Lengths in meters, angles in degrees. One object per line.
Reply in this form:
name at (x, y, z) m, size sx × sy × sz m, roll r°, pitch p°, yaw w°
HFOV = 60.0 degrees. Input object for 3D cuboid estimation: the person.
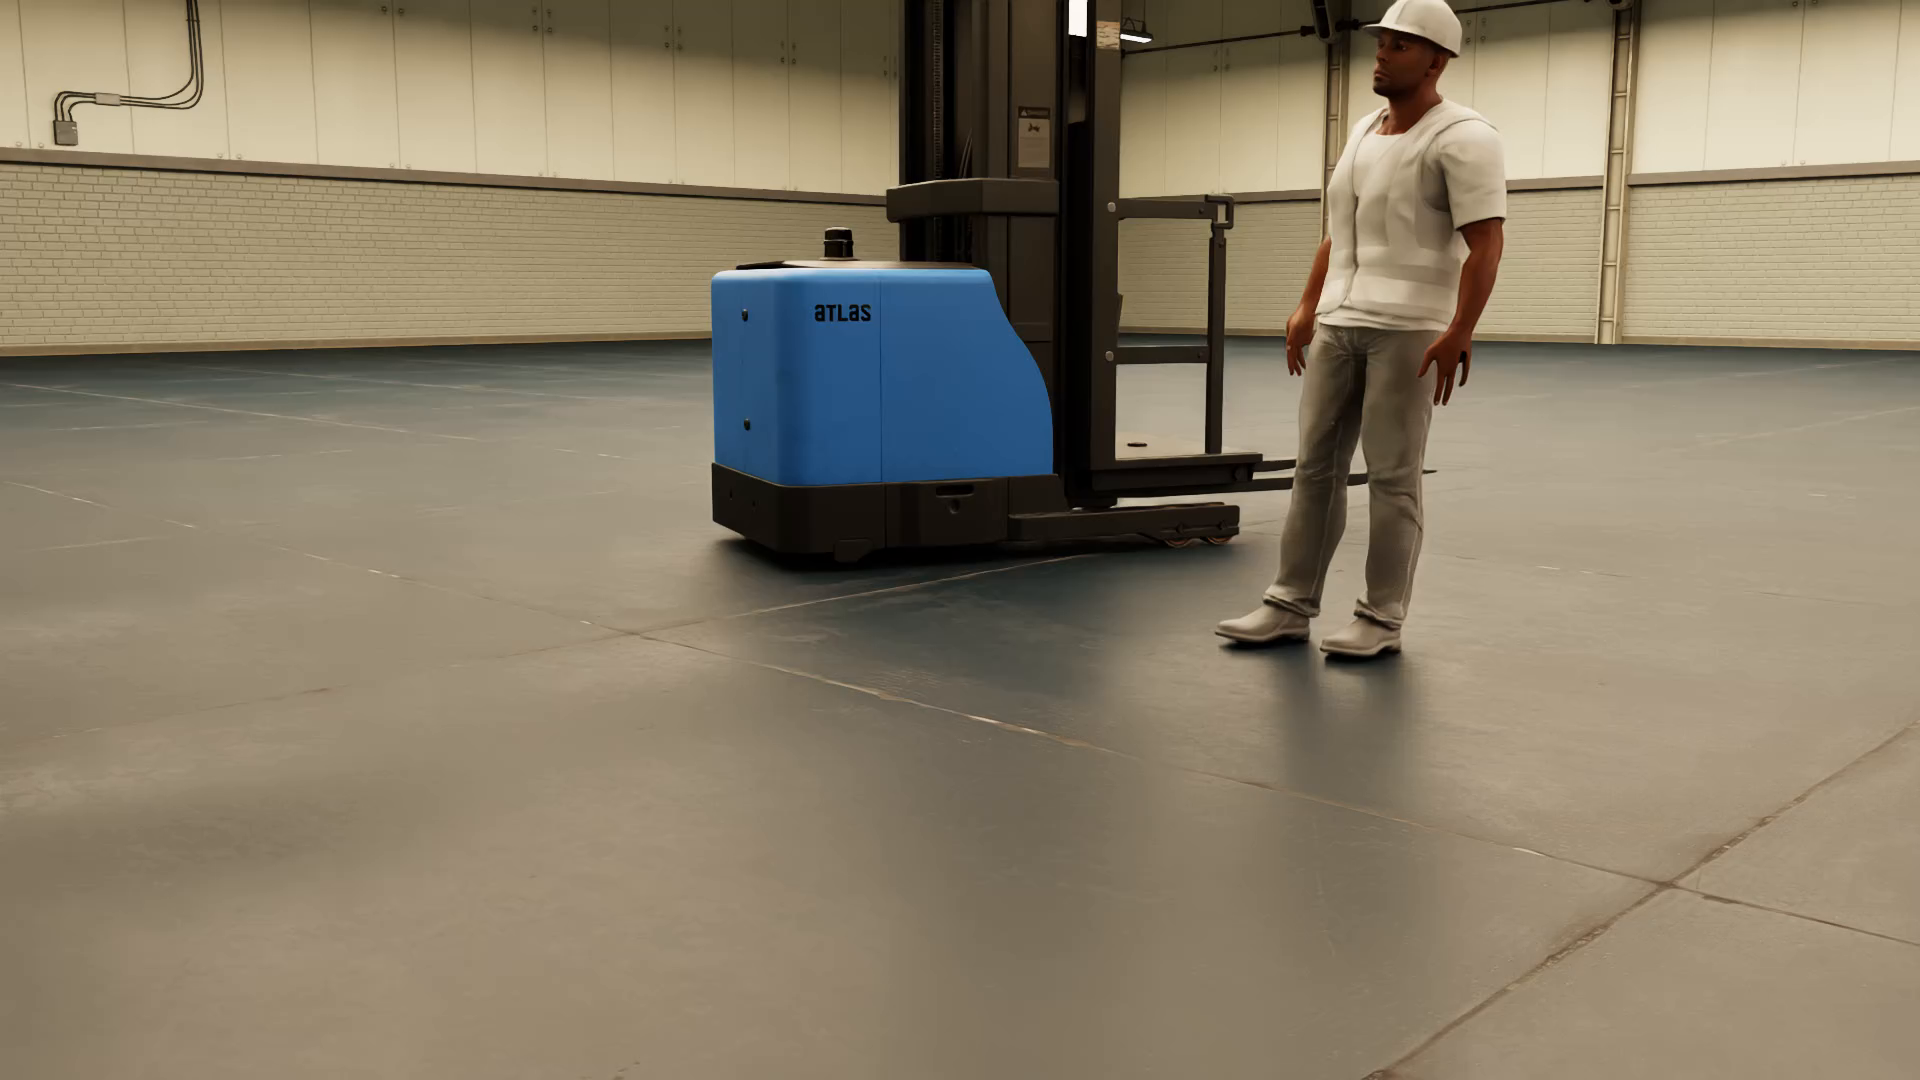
person at (1.091, -0.565, 4.516) m, size 0.573 × 1.770 × 0.691 m, roll -5°, pitch 10°, yaw -29°

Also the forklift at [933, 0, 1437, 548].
forklift at (0.560, -1.485, 6.738) m, size 3.031 × 2.935 × 1.121 m, roll -4°, pitch 9°, yaw -23°
